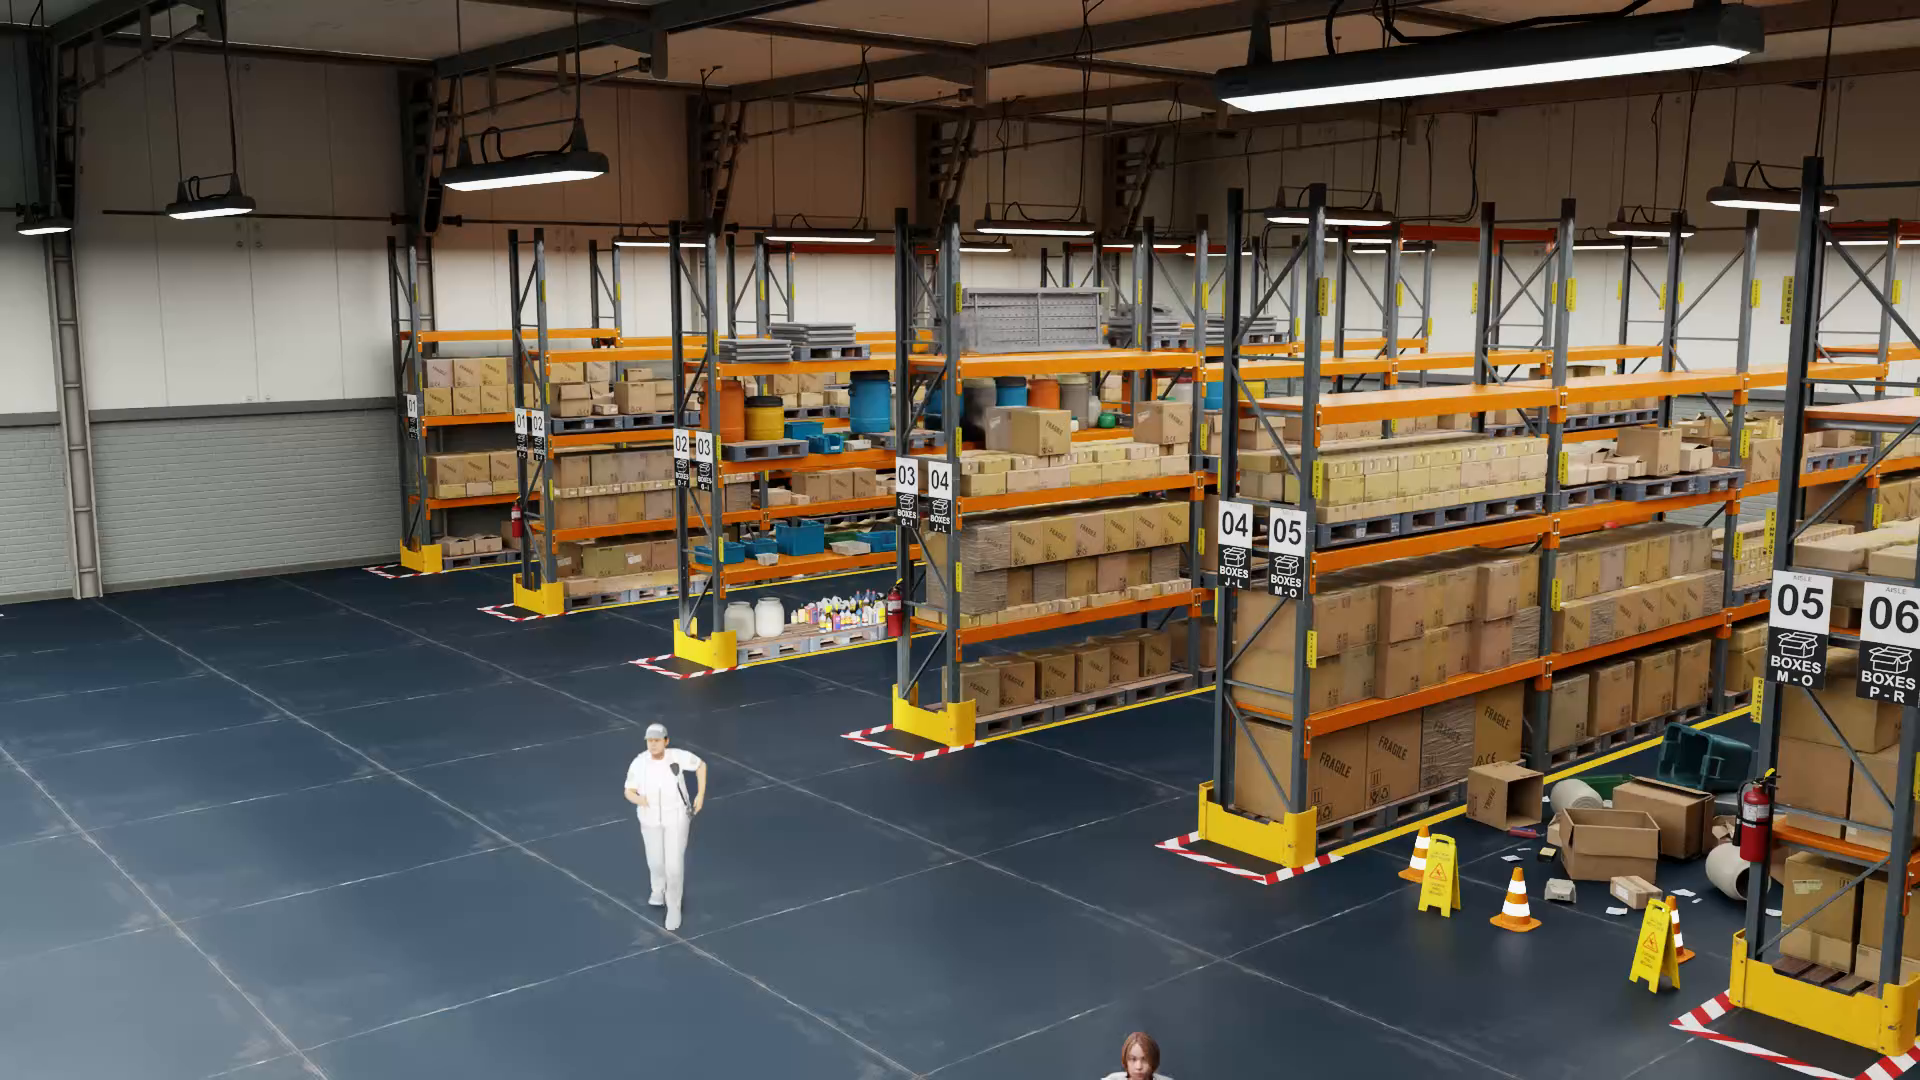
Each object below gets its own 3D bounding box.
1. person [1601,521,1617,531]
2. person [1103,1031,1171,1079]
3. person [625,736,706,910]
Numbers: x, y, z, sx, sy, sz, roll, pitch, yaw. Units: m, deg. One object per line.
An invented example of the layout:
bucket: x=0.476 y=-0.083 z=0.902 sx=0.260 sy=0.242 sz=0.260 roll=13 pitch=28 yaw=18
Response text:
person: x=9.267 y=0.623 z=23.880 sx=0.632 sy=1.824 sz=0.705 roll=7 pitch=12 yaw=40
person: x=0.863 y=2.809 z=8.107 sx=0.547 sy=0.809 sz=0.430 roll=1 pitch=9 yaw=7
person: x=-2.392 y=2.229 z=13.486 sx=0.606 sy=1.511 sz=0.832 roll=0 pitch=9 yaw=1
